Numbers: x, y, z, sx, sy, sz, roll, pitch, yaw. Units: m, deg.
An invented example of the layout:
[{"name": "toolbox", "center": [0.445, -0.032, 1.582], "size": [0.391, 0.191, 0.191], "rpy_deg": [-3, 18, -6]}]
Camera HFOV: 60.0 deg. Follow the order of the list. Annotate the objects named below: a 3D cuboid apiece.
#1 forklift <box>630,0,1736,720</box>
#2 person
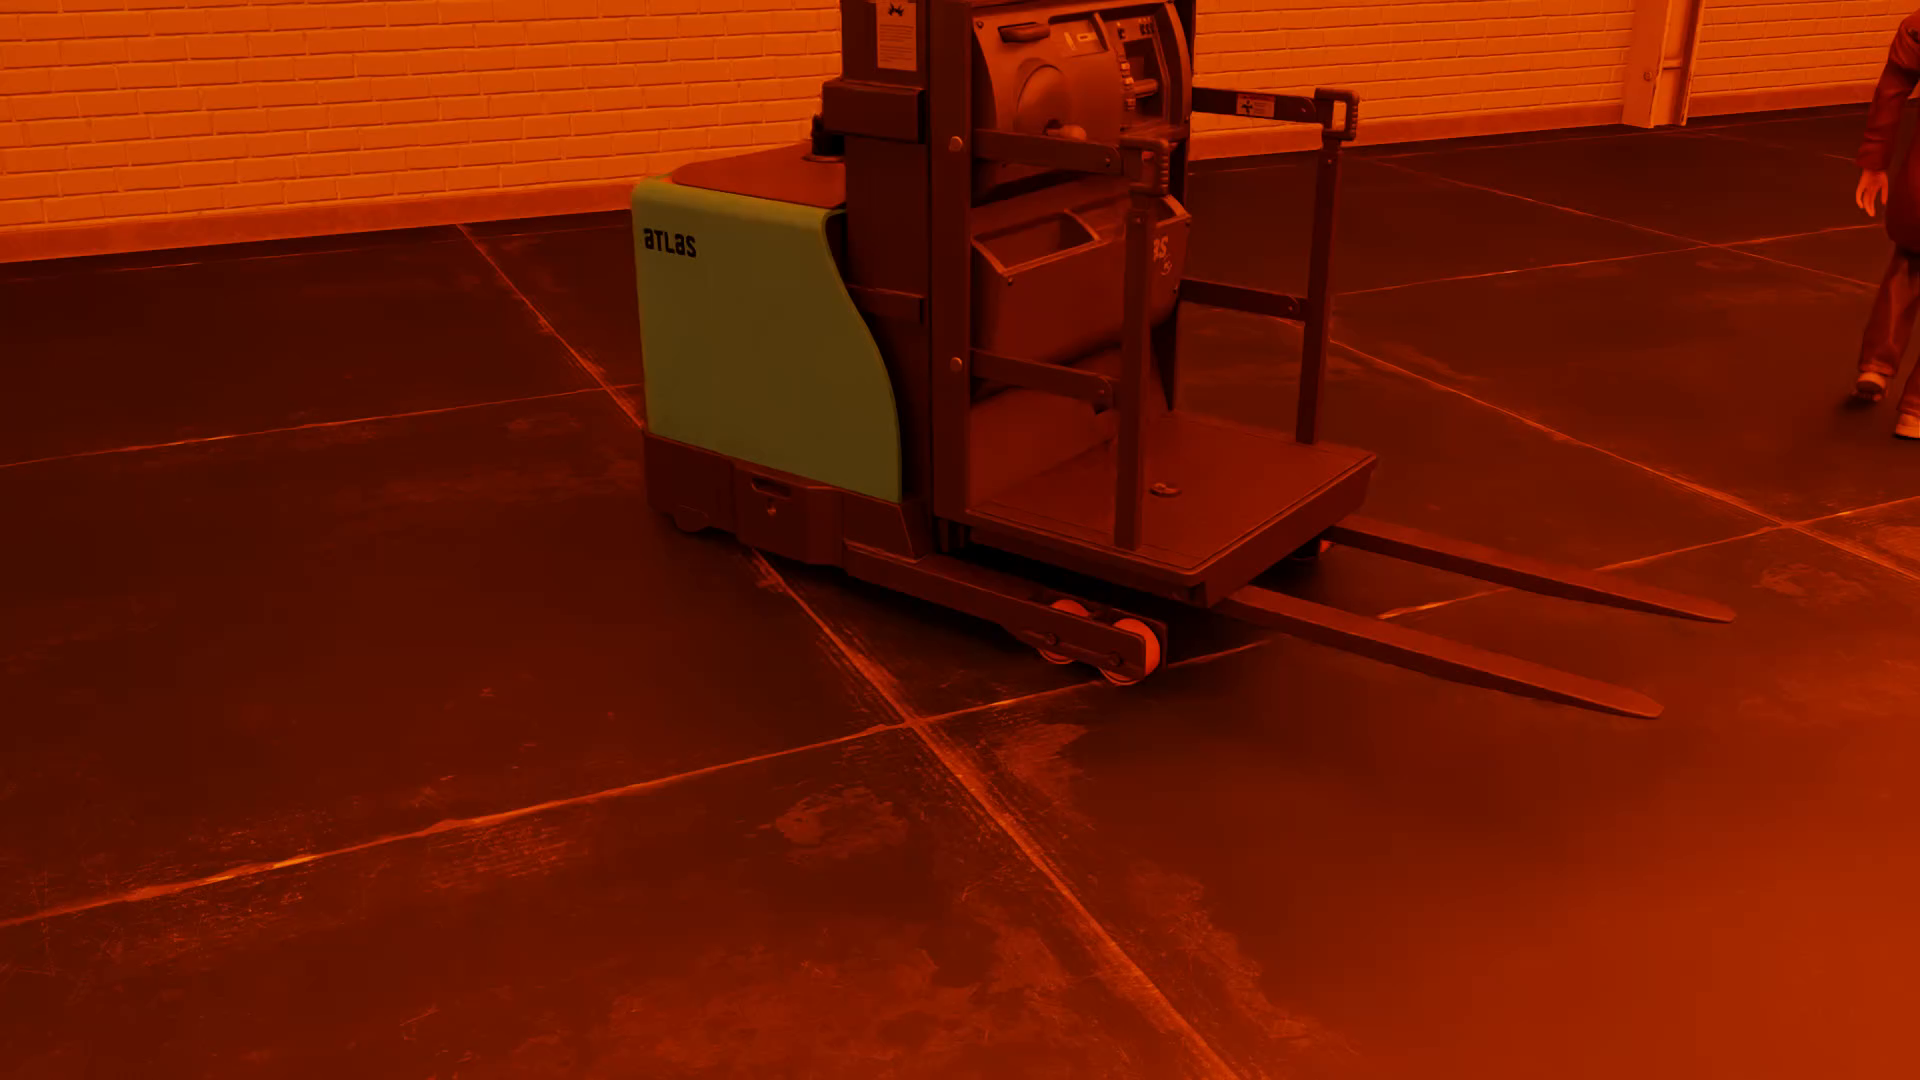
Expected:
[{"name": "forklift", "center": [0.502, -1.215, 4.211], "size": [3.031, 2.935, 1.130], "rpy_deg": [16, 28, 34]}, {"name": "person", "center": [3.546, -1.232, 5.878], "size": [0.559, 1.828, 0.699], "rpy_deg": [-18, 28, -36]}]
